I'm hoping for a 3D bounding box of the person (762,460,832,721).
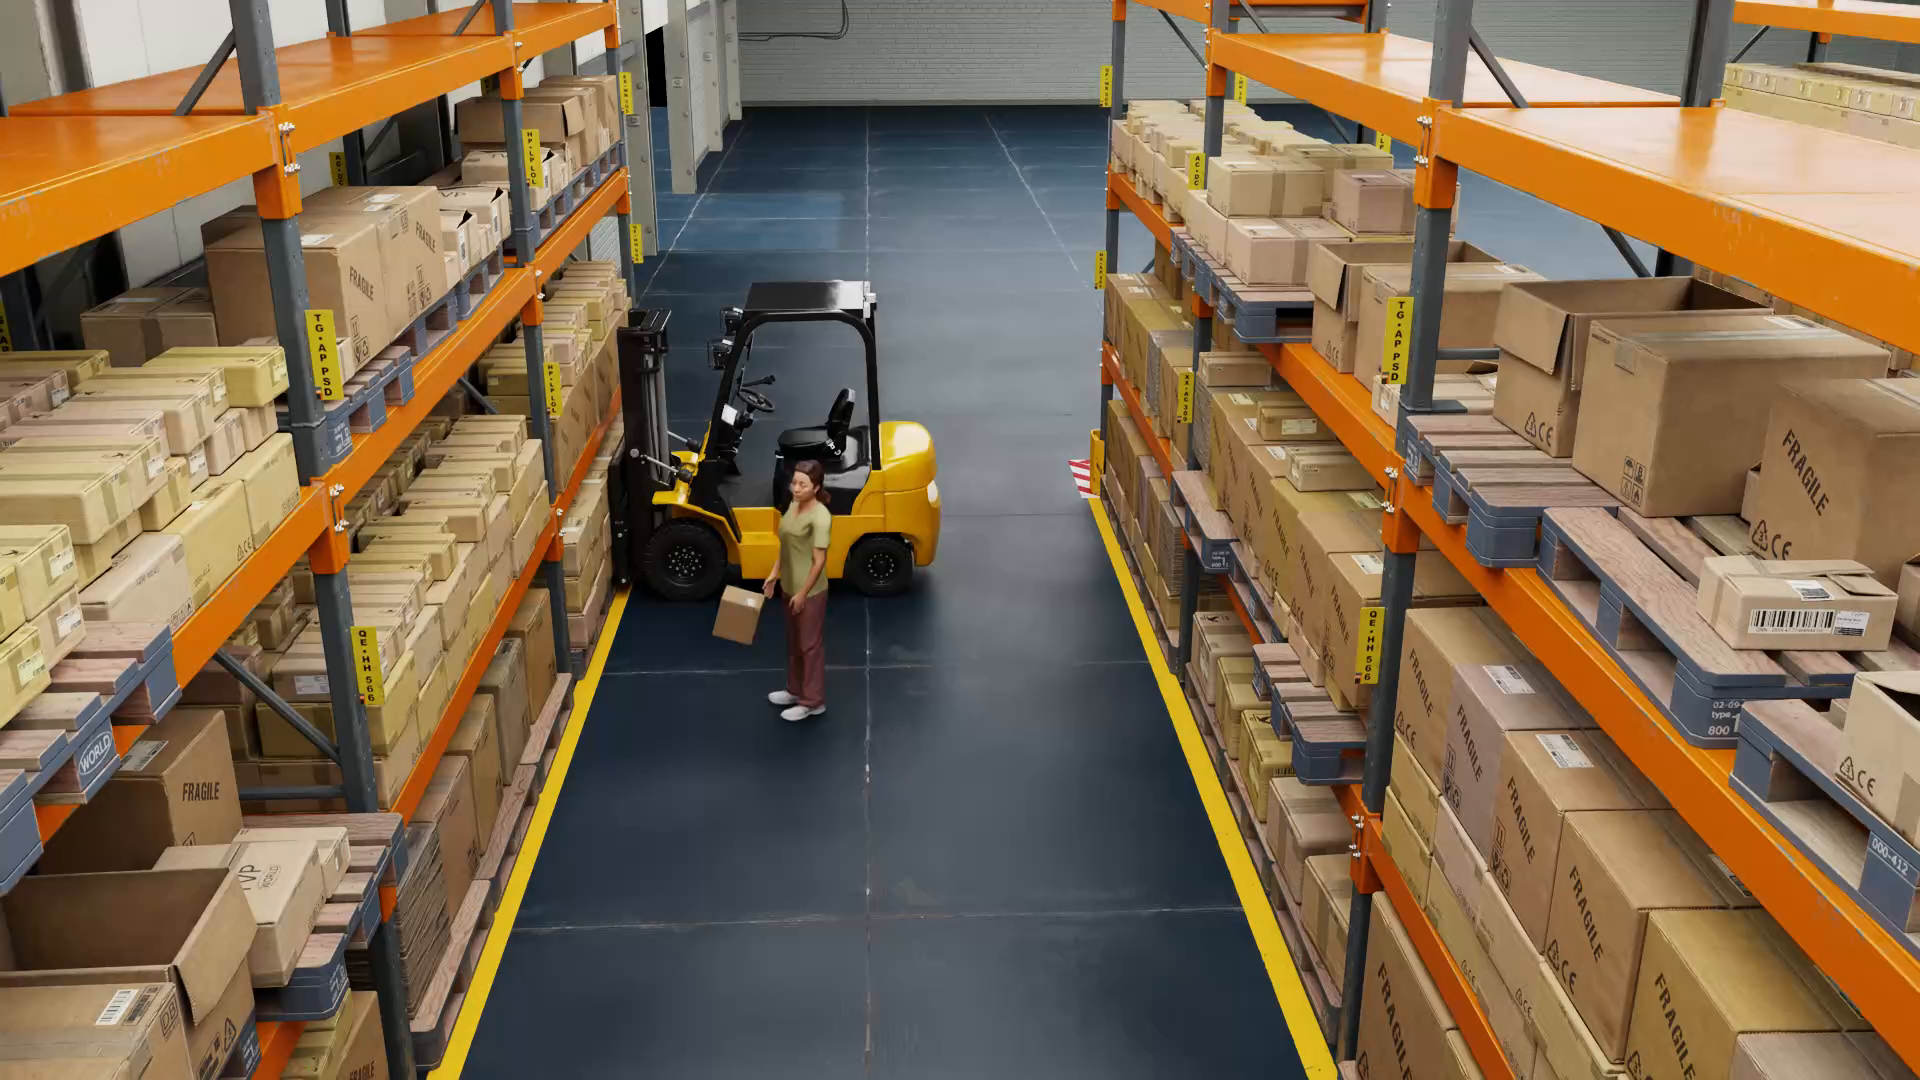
[{"bbox_3d":[-0.980,0.301,10.241,0.410,1.680,0.534,-11,23,-27],"label":"person"}]
